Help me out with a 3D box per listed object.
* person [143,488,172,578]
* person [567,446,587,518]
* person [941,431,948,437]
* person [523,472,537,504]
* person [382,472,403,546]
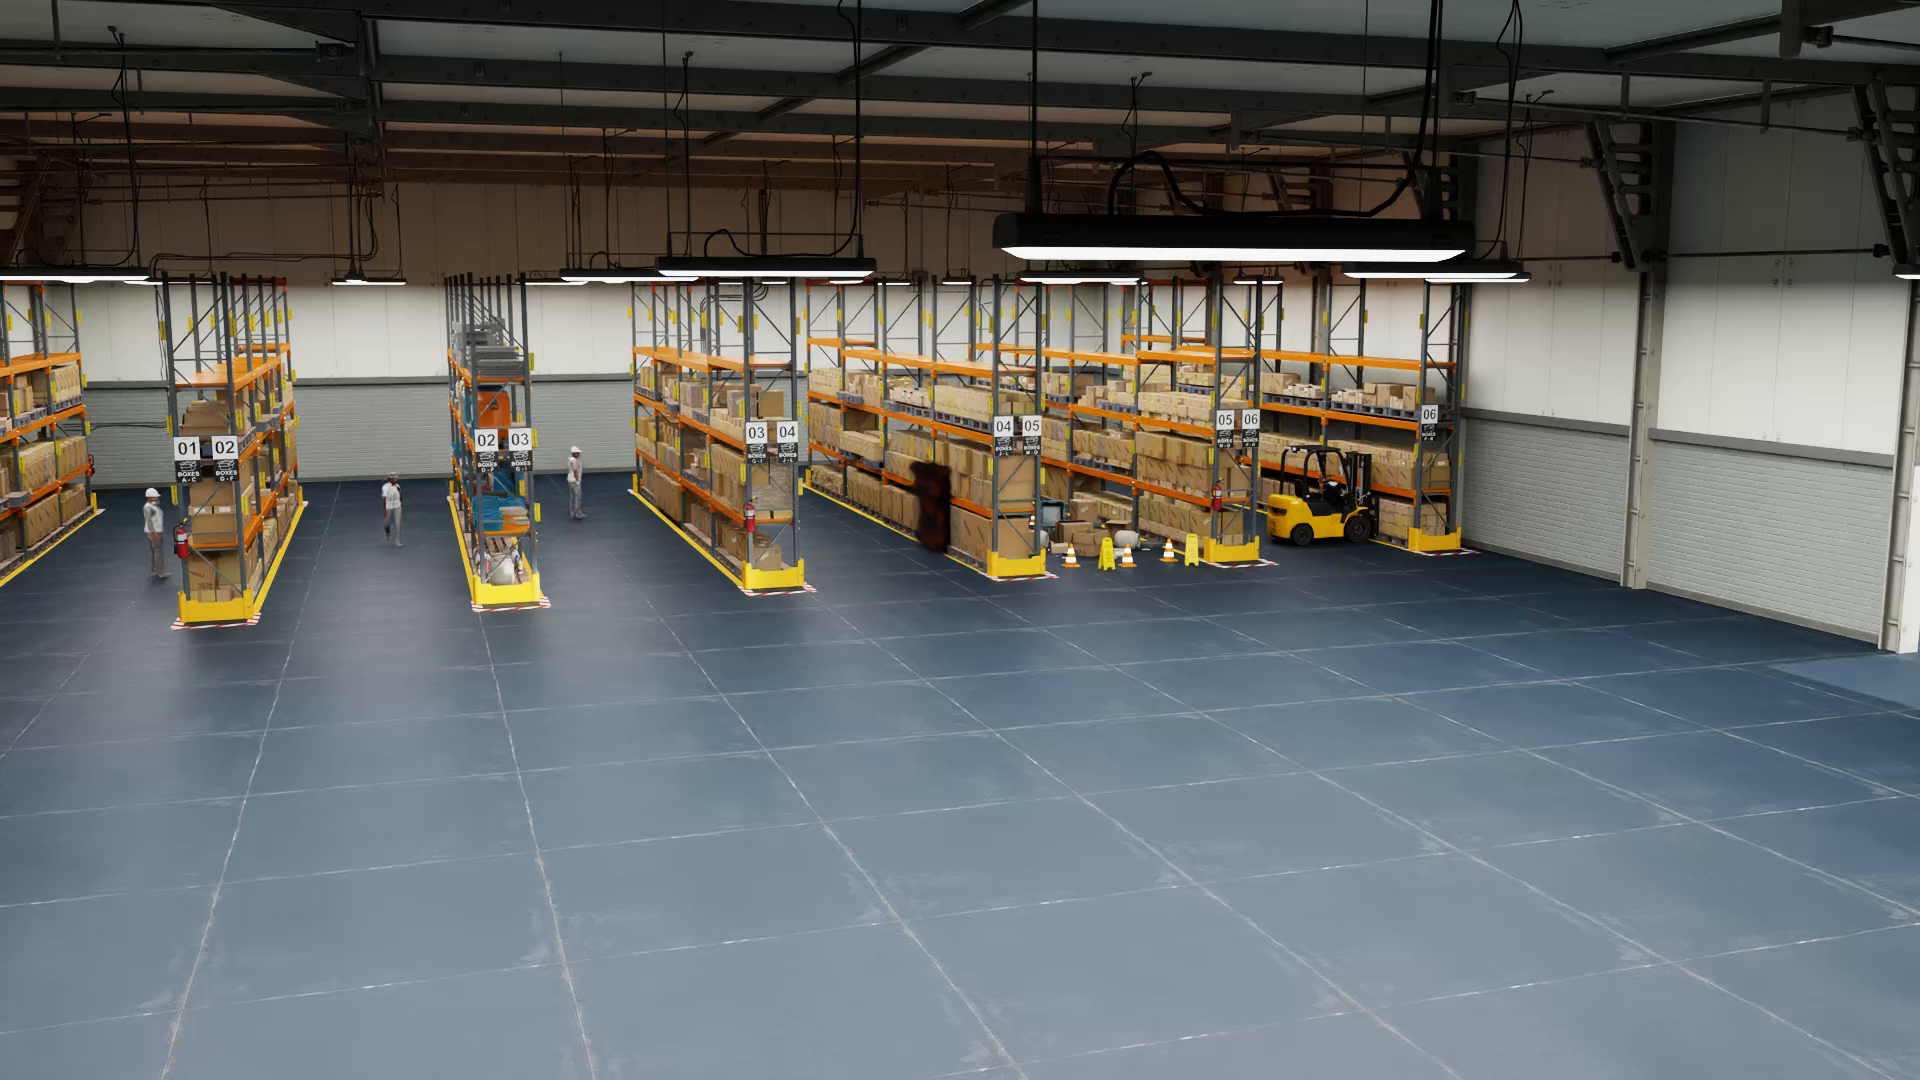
[{"bbox_3d":[-16.015,-0.151,33.149,0.440,1.770,0.575,-5,10,-29],"label":"person"},{"bbox_3d":[-9.608,-1.458,41.711,0.439,1.789,0.630,-4,10,-25],"label":"person"},{"bbox_3d":[-0.482,-2.306,48.042,0.387,1.738,0.498,-7,11,-38],"label":"person"},{"bbox_3d":[-11.589,-1.821,44.429,0.567,1.734,0.572,-1,9,-7],"label":"person"},{"bbox_3d":[-12.693,-0.706,37.243,0.434,1.636,0.665,-3,9,-20],"label":"person"}]
